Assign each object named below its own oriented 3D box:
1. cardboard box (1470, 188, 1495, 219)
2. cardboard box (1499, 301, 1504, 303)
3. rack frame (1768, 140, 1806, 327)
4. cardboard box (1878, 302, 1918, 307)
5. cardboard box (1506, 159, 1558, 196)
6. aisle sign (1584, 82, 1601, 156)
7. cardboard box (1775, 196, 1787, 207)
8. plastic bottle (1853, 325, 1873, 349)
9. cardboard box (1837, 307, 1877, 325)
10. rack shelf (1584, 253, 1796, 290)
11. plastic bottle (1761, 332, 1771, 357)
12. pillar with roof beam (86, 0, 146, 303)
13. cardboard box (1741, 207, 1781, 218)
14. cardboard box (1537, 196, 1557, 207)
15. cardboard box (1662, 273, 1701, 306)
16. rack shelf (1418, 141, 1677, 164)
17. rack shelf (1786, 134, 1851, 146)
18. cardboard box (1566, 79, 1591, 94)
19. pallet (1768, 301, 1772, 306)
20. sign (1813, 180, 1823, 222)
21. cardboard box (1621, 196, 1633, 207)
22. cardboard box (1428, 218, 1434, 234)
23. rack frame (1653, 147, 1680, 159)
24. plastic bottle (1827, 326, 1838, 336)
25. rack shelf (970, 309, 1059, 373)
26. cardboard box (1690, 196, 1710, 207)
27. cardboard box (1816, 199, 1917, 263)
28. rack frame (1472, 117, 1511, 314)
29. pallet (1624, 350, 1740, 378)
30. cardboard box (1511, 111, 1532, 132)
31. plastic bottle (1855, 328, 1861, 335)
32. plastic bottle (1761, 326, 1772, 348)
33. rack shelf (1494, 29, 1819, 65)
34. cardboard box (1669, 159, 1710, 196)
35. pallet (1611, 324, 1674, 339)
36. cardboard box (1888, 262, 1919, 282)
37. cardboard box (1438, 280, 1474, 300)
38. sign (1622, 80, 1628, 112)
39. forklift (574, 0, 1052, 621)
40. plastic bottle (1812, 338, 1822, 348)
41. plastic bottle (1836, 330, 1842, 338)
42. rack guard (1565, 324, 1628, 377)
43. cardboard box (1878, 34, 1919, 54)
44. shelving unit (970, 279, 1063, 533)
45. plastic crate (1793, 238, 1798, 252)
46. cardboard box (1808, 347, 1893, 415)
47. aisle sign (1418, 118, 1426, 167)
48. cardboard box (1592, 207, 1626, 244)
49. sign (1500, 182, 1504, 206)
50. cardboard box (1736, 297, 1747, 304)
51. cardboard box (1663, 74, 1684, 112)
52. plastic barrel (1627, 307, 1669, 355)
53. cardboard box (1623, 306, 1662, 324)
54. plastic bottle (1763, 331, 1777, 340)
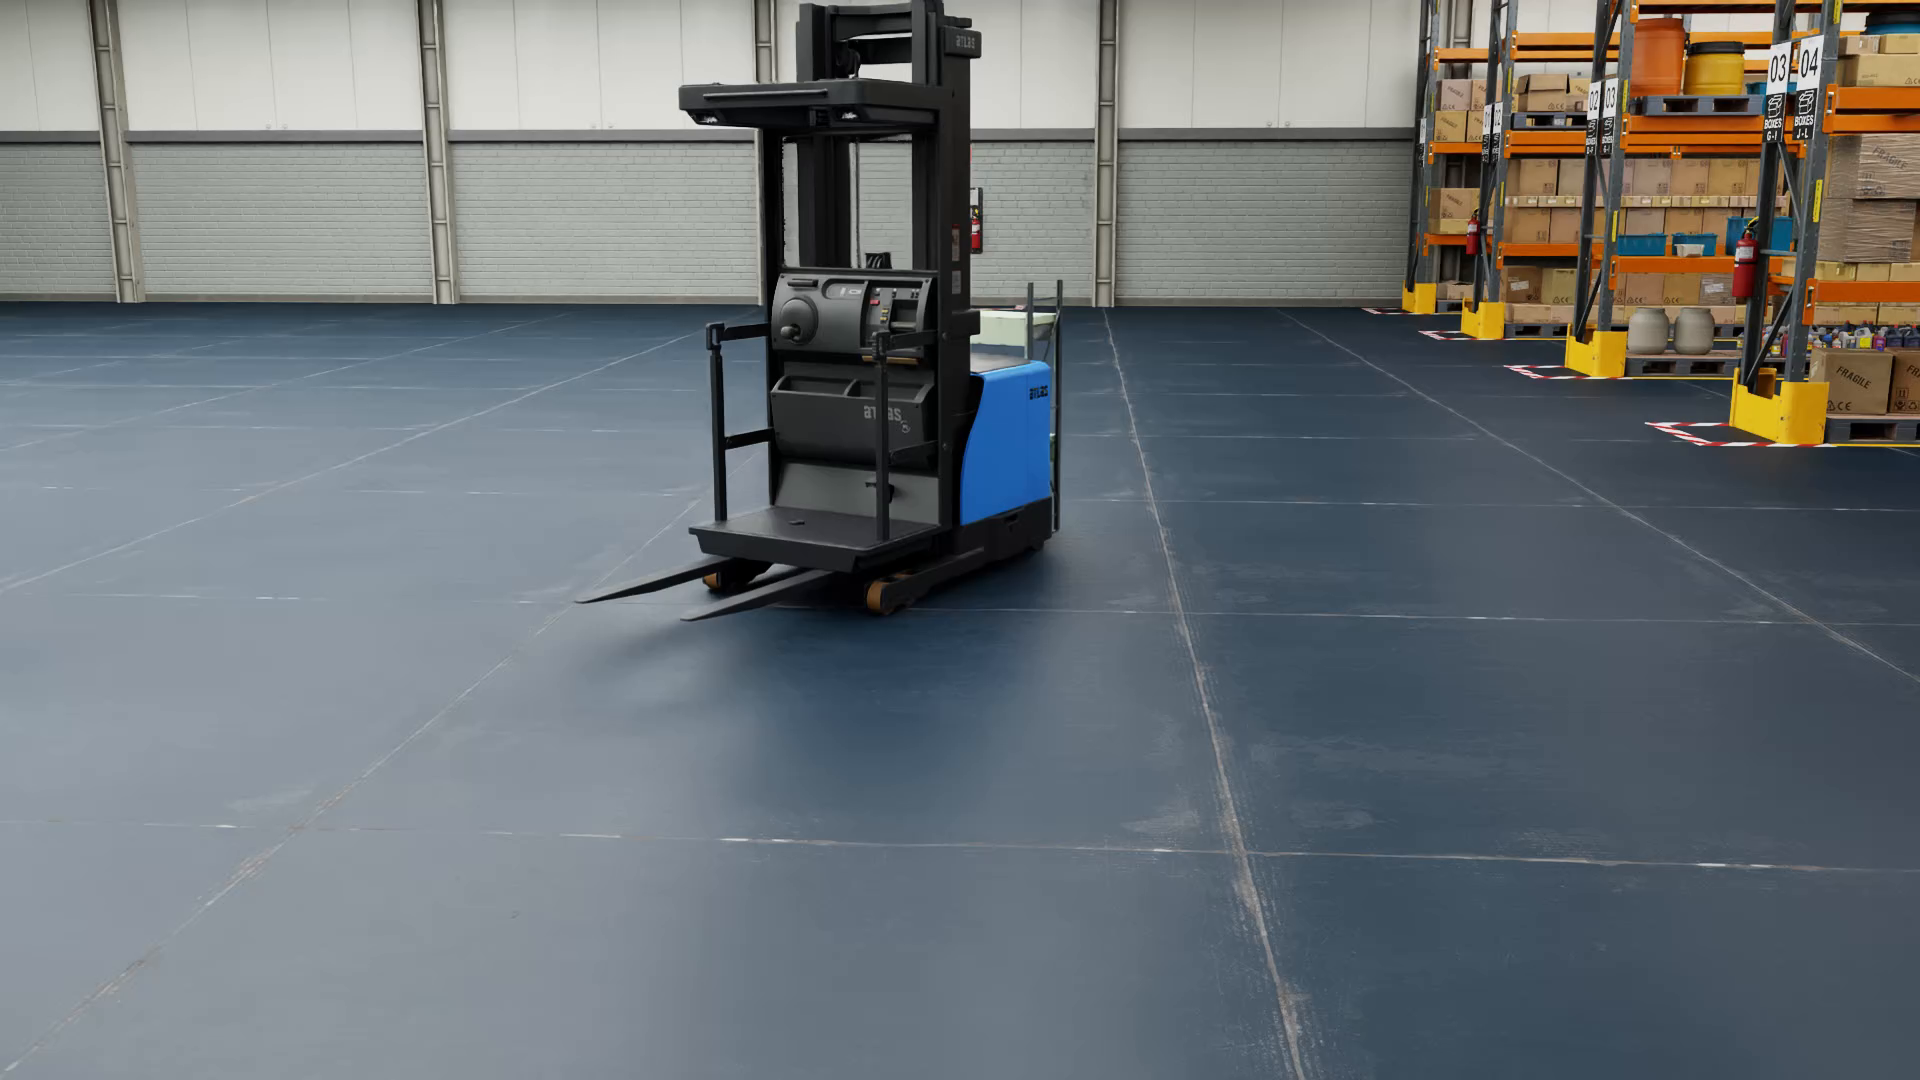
[{"bbox_3d":[8.738,-5.624,27.813,0.500,0.500,0.500,1,12,4],"label":"cardboard box"},{"bbox_3d":[8.017,-3.298,23.898,0.500,0.250,0.500,1,12,4],"label":"cardboard box"},{"bbox_3d":[11.453,-4.330,23.144,0.127,3.000,1.000,1,12,4],"label":"rack frame"},{"bbox_3d":[12.865,-3.393,22.984,0.500,0.311,0.500,0,12,2],"label":"cardboard box"},{"bbox_3d":[7.980,-5.059,23.216,0.500,0.500,0.700,1,12,4],"label":"cardboard box"},{"bbox_3d":[7.076,-4.707,18.597,0.004,0.787,0.394,1,12,4],"label":"aisle sign"},{"bbox_3d":[11.168,-4.657,22.876,0.250,0.149,0.380,1,12,4],"label":"cardboard box"},{"bbox_3d":[9.943,-2.194,18.327,0.185,0.351,0.144,1,12,3],"label":"plastic bottle"},{"bbox_3d":[12.349,-3.127,23.079,0.500,0.250,0.500,1,12,5],"label":"cardboard box"},{"bbox_3d":[9.123,-2.994,18.511,4.000,0.370,1.077,1,12,4],"label":"rack shelf"},{"bbox_3d":[8.916,-2.165,18.380,0.097,0.271,0.097,0,12,0],"label":"plastic bottle"},{"bbox_3d":[-15.688,-7.950,25.794,0.400,9.000,9.100,1,12,4],"label":"pillar with roof beam"},{"bbox_3d":[11.010,-4.384,23.157,0.500,0.500,0.700,0,12,2],"label":"cardboard box"},{"bbox_3d":[8.103,-4.699,23.078,0.250,0.149,0.380,0,12,2],"label":"cardboard box"},{"bbox_3d":[9.979,-3.534,23.196,0.500,0.500,0.500,1,12,4],"label":"cardboard box"},{"bbox_3d":[9.785,-6.486,27.879,4.000,0.370,1.077,1,12,4],"label":"rack shelf"},{"bbox_3d":[13.449,-5.419,22.780,4.000,0.370,1.077,1,12,4],"label":"rack shelf"},{"bbox_3d":[10.193,-7.321,27.378,0.500,0.500,0.500,0,12,2],"label":"cardboard box"},{"bbox_3d":[13.778,-3.951,28.141,1.213,0.211,1.003,1,12,4],"label":"pallet"},{"bbox_3d":[6.761,-2.674,13.112,0.005,0.325,0.100,1,12,4],"label":"sign"},{"bbox_3d":[9.125,-4.685,23.011,0.250,0.149,0.380,1,12,3],"label":"cardboard box"},{"bbox_3d":[8.269,-5.367,28.416,0.500,0.250,0.500,1,12,5],"label":"cardboard box"},{"bbox_3d":[11.781,-5.342,27.982,0.127,3.000,1.000,1,12,4],"label":"rack frame"},{"bbox_3d":[9.991,-2.314,19.062,0.133,0.283,0.061,1,12,6],"label":"plastic bottle"},{"bbox_3d":[0.176,-1.178,9.828,0.720,0.370,0.431,7,14,30],"label":"rack shelf"},{"bbox_3d":[10.153,-4.671,22.944,0.250,0.149,0.380,1,12,3],"label":"cardboard box"},{"bbox_3d":[7.344,-2.543,13.628,0.500,0.500,0.875,1,12,4],"label":"cardboard box"},{"bbox_3d":[7.462,-4.385,23.406,0.127,3.000,1.000,1,12,4],"label":"rack frame"},{"bbox_3d":[8.017,-2.005,18.836,1.213,0.211,1.003,1,12,4],"label":"pallet"},{"bbox_3d":[9.158,-6.848,27.558,0.500,0.500,0.500,1,12,6],"label":"cardboard box"},{"bbox_3d":[10.188,-2.272,18.891,0.097,0.271,0.097,0,12,0],"label":"plastic bottle"},{"bbox_3d":[9.239,-2.311,19.067,0.135,0.276,0.152,1,12,4],"label":"plastic bottle"},{"bbox_3d":[9.458,-6.746,22.775,4.000,0.370,1.077,1,12,4],"label":"rack shelf"},{"bbox_3d":[10.006,-5.033,23.089,0.500,0.500,0.700,1,12,4],"label":"cardboard box"},{"bbox_3d":[9.442,-3.001,23.600,1.213,0.211,1.003,1,12,4],"label":"pallet"},{"bbox_3d":[7.562,-2.172,13.439,0.250,0.149,0.380,1,12,4],"label":"cardboard box"},{"bbox_3d":[8.474,-4.269,28.341,0.500,0.311,0.500,-1,12,-3],"label":"cardboard box"},{"bbox_3d":[7.087,-4.734,17.723,0.005,0.325,0.100,1,12,4],"label":"sign"},{"bbox_3d":[-0.661,-1.178,8.243,1.130,2.935,3.031,7,14,30],"label":"forklift"},{"bbox_3d":[9.457,-2.123,18.351,0.097,0.201,0.097,0,12,0],"label":"plastic bottle"},{"bbox_3d":[9.788,-2.186,18.453,0.133,0.283,0.061,1,12,4],"label":"plastic bottle"},{"bbox_3d":[7.207,-2.158,18.865,0.348,0.500,1.175,1,12,4],"label":"rack guard"},{"bbox_3d":[7.308,-3.877,13.043,0.250,0.149,0.380,1,12,5],"label":"cardboard box"},{"bbox_3d":[0.176,-0.796,9.908,0.755,1.500,0.431,7,14,30],"label":"shelving unit"},{"bbox_3d":[9.783,-3.291,18.693,0.662,0.188,0.450,1,12,4],"label":"plastic crate"},{"bbox_3d":[7.419,-1.332,13.887,0.500,0.500,0.500,3,12,14],"label":"cardboard box"},{"bbox_3d":[7.698,-6.609,27.689,0.004,0.787,0.394,1,12,4],"label":"aisle sign"},{"bbox_3d":[8.947,-4.411,23.285,0.500,0.500,0.700,1,12,4],"label":"cardboard box"},{"bbox_3d":[7.419,-4.734,22.767,0.005,0.325,0.100,1,12,4],"label":"sign"},{"bbox_3d":[11.012,-3.627,23.642,0.500,0.500,0.500,1,12,4],"label":"cardboard box"},{"bbox_3d":[9.819,-6.172,23.000,0.637,0.503,0.797,2,12,10],"label":"cardboard box"},{"bbox_3d":[7.789,-2.368,18.812,0.421,0.512,0.421,0,12,0],"label":"plastic barrel"},{"bbox_3d":[9.479,-3.171,23.292,0.500,0.250,0.500,1,12,4],"label":"cardboard box"},{"bbox_3d":[9.233,-2.293,18.962,0.133,0.283,0.061,1,12,4],"label":"plastic bottle"}]
